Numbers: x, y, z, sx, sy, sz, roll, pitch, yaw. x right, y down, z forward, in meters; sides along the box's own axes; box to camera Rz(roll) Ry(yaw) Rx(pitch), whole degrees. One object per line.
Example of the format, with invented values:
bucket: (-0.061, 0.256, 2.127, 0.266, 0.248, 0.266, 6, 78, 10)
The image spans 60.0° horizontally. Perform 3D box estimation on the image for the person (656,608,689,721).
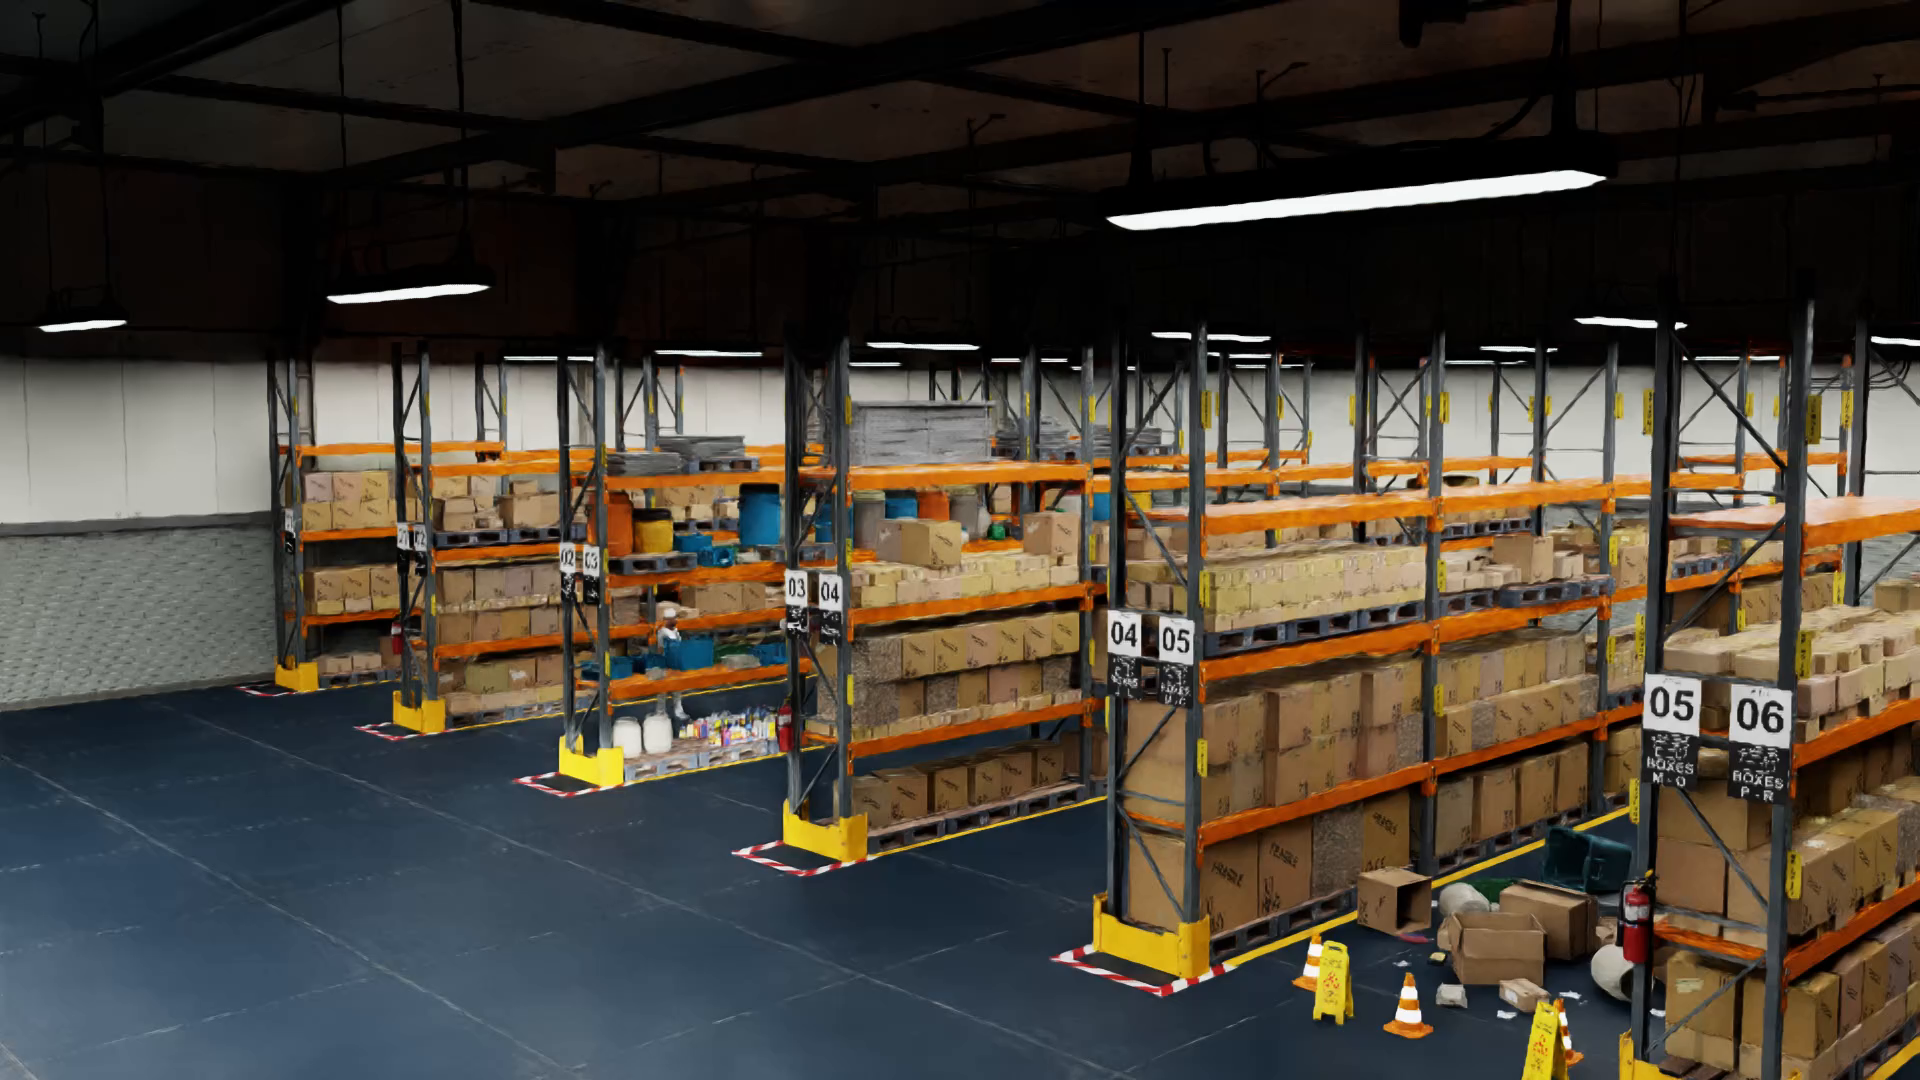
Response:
person: (-4.562, 1.973, 26.417, 0.458, 1.783, 0.618, 2, 5, 18)

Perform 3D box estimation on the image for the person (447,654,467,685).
person: (-8.628, 1.884, 28.073, 1.125, 1.675, 0.542, -4, 7, -40)

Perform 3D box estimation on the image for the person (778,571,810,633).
person: (-3.349, 1.440, 33.018, 0.550, 1.709, 1.128, 5, 7, 44)
